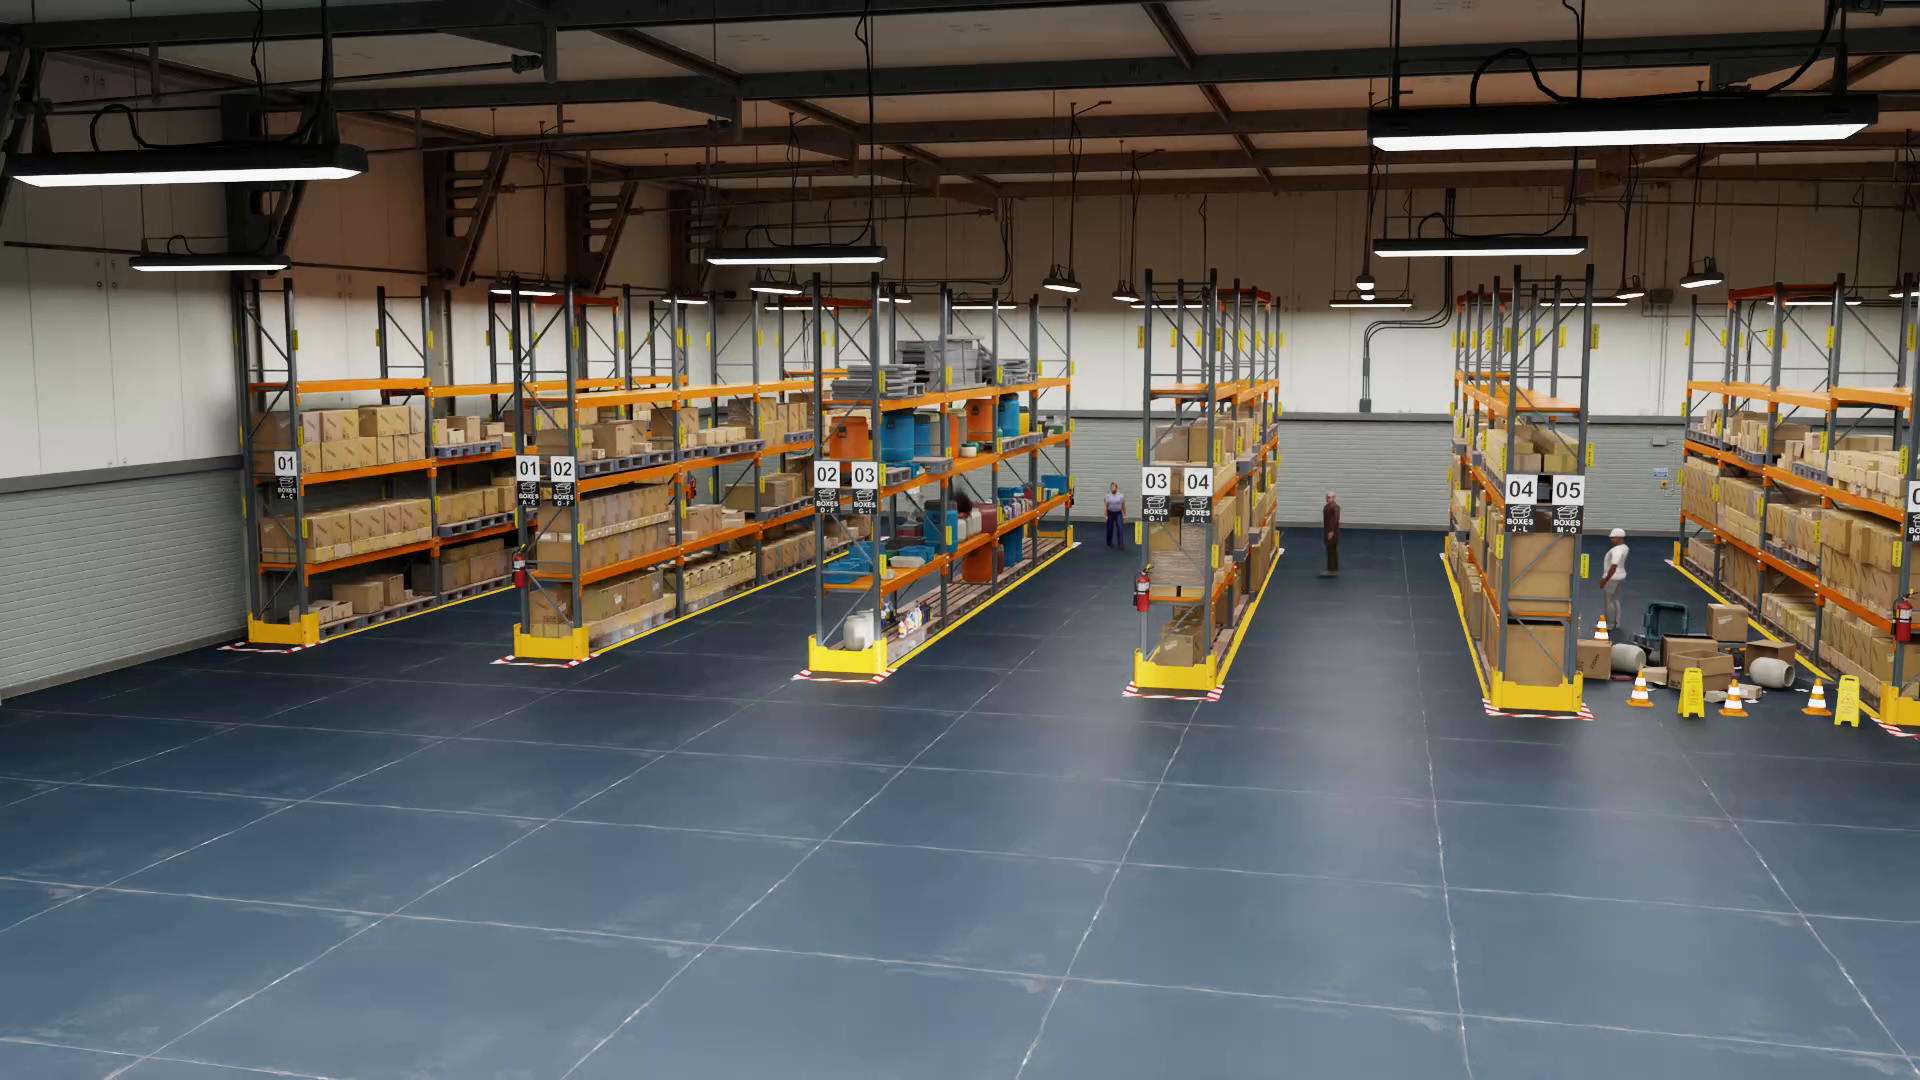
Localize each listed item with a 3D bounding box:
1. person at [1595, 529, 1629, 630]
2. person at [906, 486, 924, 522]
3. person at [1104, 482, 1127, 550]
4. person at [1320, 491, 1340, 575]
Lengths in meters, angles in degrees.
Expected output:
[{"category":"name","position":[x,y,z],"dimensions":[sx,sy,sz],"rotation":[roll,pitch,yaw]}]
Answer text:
[{"category":"person","position":[11.278,0.698,28.750],"dimensions":[0.617,1.807,0.499],"rotation":[-6,9,-40]},{"category":"person","position":[-1.219,-1.222,44.967],"dimensions":[0.460,1.702,0.414],"rotation":[3,8,26]},{"category":"person","position":[3.739,-0.590,39.900],"dimensions":[0.569,1.578,0.981],"rotation":[0,7,-3]},{"category":"person","position":[7.893,-0.149,35.498],"dimensions":[0.410,1.785,0.607],"rotation":[0,7,3]}]
